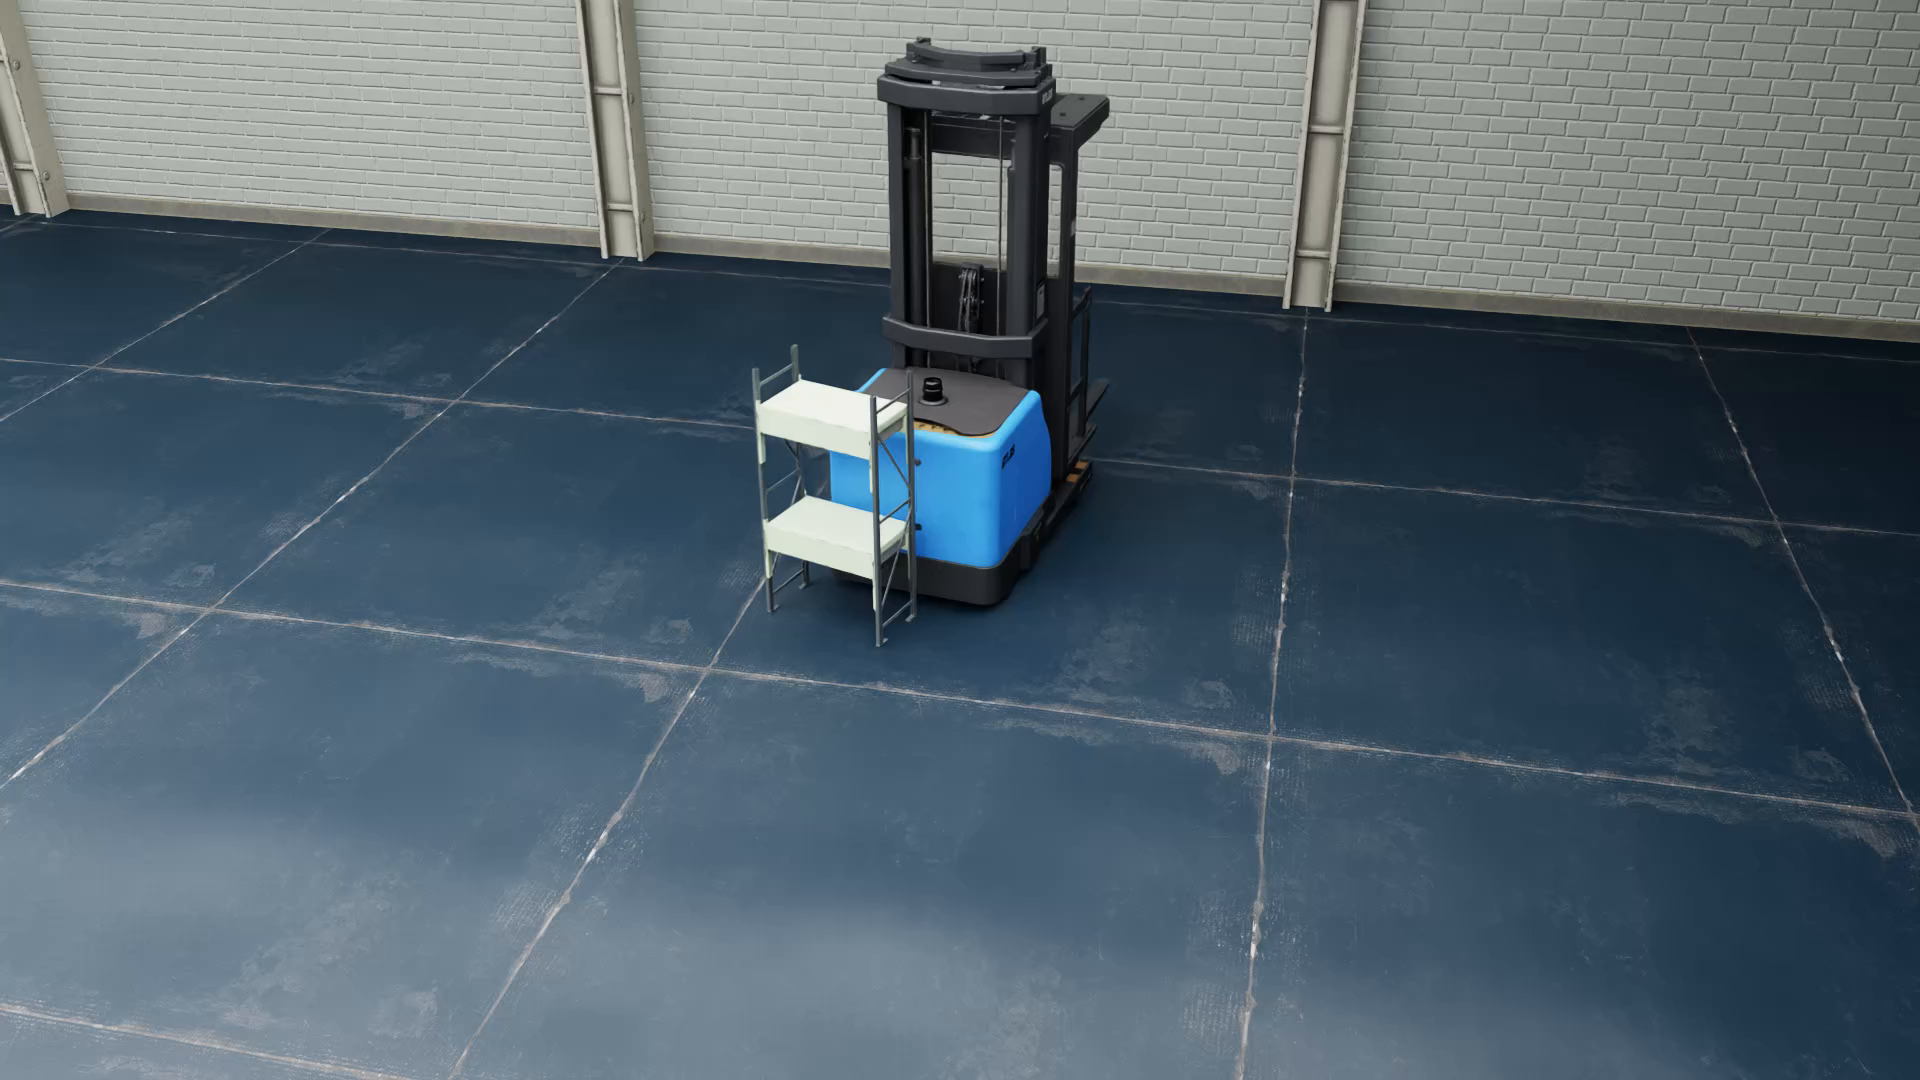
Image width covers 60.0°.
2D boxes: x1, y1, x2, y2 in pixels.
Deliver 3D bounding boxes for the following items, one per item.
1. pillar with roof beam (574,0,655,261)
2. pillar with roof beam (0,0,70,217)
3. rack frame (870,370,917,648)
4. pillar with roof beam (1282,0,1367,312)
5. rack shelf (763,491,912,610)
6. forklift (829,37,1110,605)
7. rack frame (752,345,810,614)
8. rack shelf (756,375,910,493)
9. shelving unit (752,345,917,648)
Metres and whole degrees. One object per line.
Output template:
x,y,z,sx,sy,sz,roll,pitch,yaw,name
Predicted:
-3.873,-4.496,9.092,0.400,9.000,9.100,6,29,11,pillar with roof beam
-9.741,-5.098,10.191,0.400,9.000,9.100,6,29,11,pillar with roof beam
-0.354,-0.151,8.964,0.023,1.500,0.400,15,32,25,rack frame
1.994,-3.895,7.993,0.400,9.000,9.100,6,29,11,pillar with roof beam
-0.673,0.049,9.277,0.720,0.370,0.431,15,32,25,rack shelf
0.230,-1.608,10.134,1.130,2.935,3.031,10,30,18,forklift
-0.992,-0.323,9.277,0.023,1.500,0.400,15,32,25,rack frame
-0.673,-0.579,8.933,0.720,0.370,0.431,15,32,25,rack shelf
-0.673,-0.237,9.120,0.755,1.500,0.431,15,32,25,shelving unit
